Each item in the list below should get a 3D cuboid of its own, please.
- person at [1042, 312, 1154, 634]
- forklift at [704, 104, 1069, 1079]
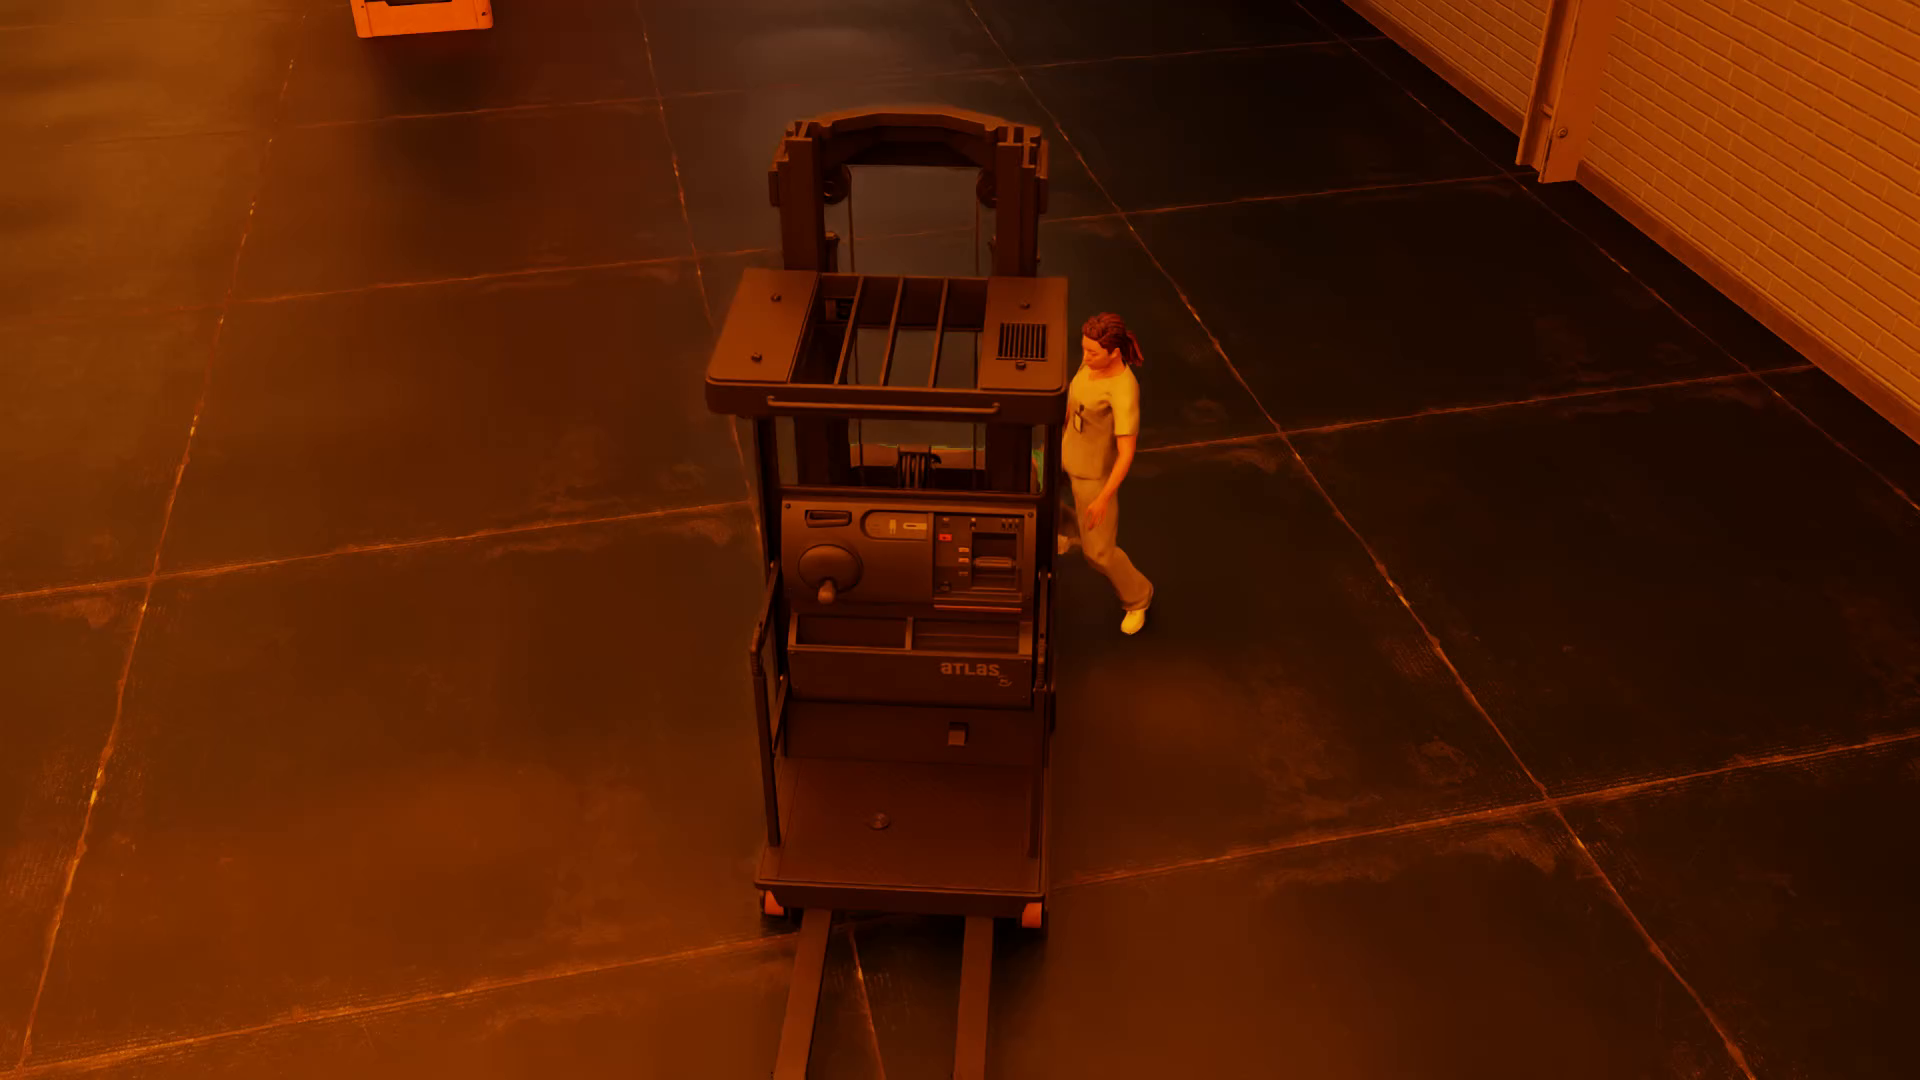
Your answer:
[{"bbox_3d":[0.603,-0.372,7.756,0.587,1.573,0.824,-10,37,-14],"label":"person"},{"bbox_3d":[-0.198,0.116,5.889,1.130,2.935,3.031,2,36,3],"label":"forklift"}]
